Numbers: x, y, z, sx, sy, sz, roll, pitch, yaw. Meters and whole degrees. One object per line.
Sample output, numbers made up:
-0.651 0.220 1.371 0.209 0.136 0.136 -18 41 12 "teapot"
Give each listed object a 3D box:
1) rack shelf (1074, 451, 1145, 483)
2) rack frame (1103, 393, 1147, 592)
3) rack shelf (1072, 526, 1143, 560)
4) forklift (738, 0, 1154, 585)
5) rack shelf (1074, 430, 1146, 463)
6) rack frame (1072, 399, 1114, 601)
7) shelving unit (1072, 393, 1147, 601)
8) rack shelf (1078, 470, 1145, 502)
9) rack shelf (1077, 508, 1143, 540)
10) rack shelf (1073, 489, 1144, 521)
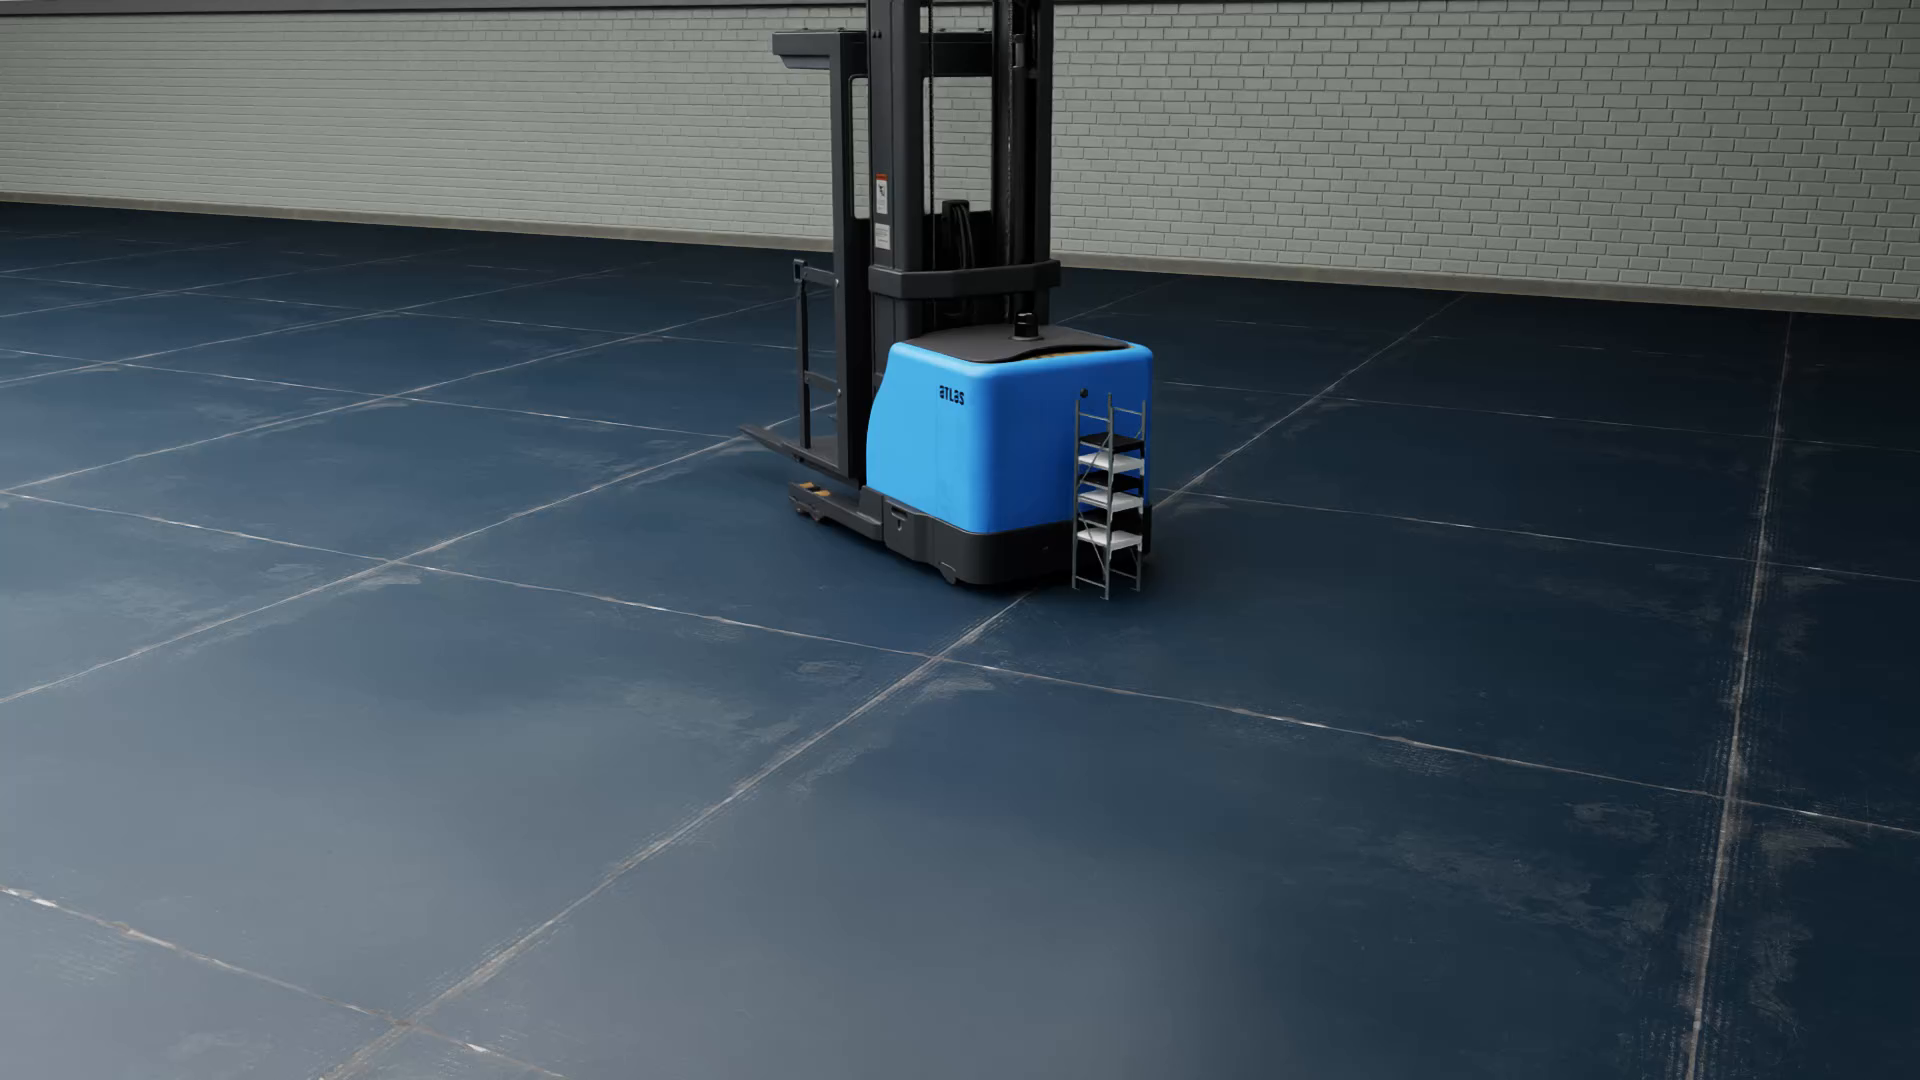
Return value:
0.680 -0.338 7.568 0.200 0.077 0.258 -13 21 -38 "rack shelf"
0.758 -0.216 7.672 0.006 0.900 0.240 -13 21 -38 "rack frame"
0.680 0.007 7.670 0.200 0.077 0.258 -13 21 -38 "rack shelf"
-0.269 -1.566 8.647 1.130 2.935 3.031 -10 19 -30 "forklift"
0.680 -0.425 7.542 0.200 0.077 0.258 -13 21 -38 "rack shelf"
0.601 -0.179 7.547 0.006 0.900 0.240 -13 21 -38 "rack frame"
0.680 -0.198 7.609 0.210 0.900 0.258 -13 21 -38 "shelving unit"
0.680 -0.252 7.593 0.200 0.077 0.258 -13 21 -38 "rack shelf"
0.680 -0.079 7.644 0.200 0.077 0.258 -13 21 -38 "rack shelf"
0.680 -0.166 7.619 0.200 0.077 0.258 -13 21 -38 "rack shelf"
